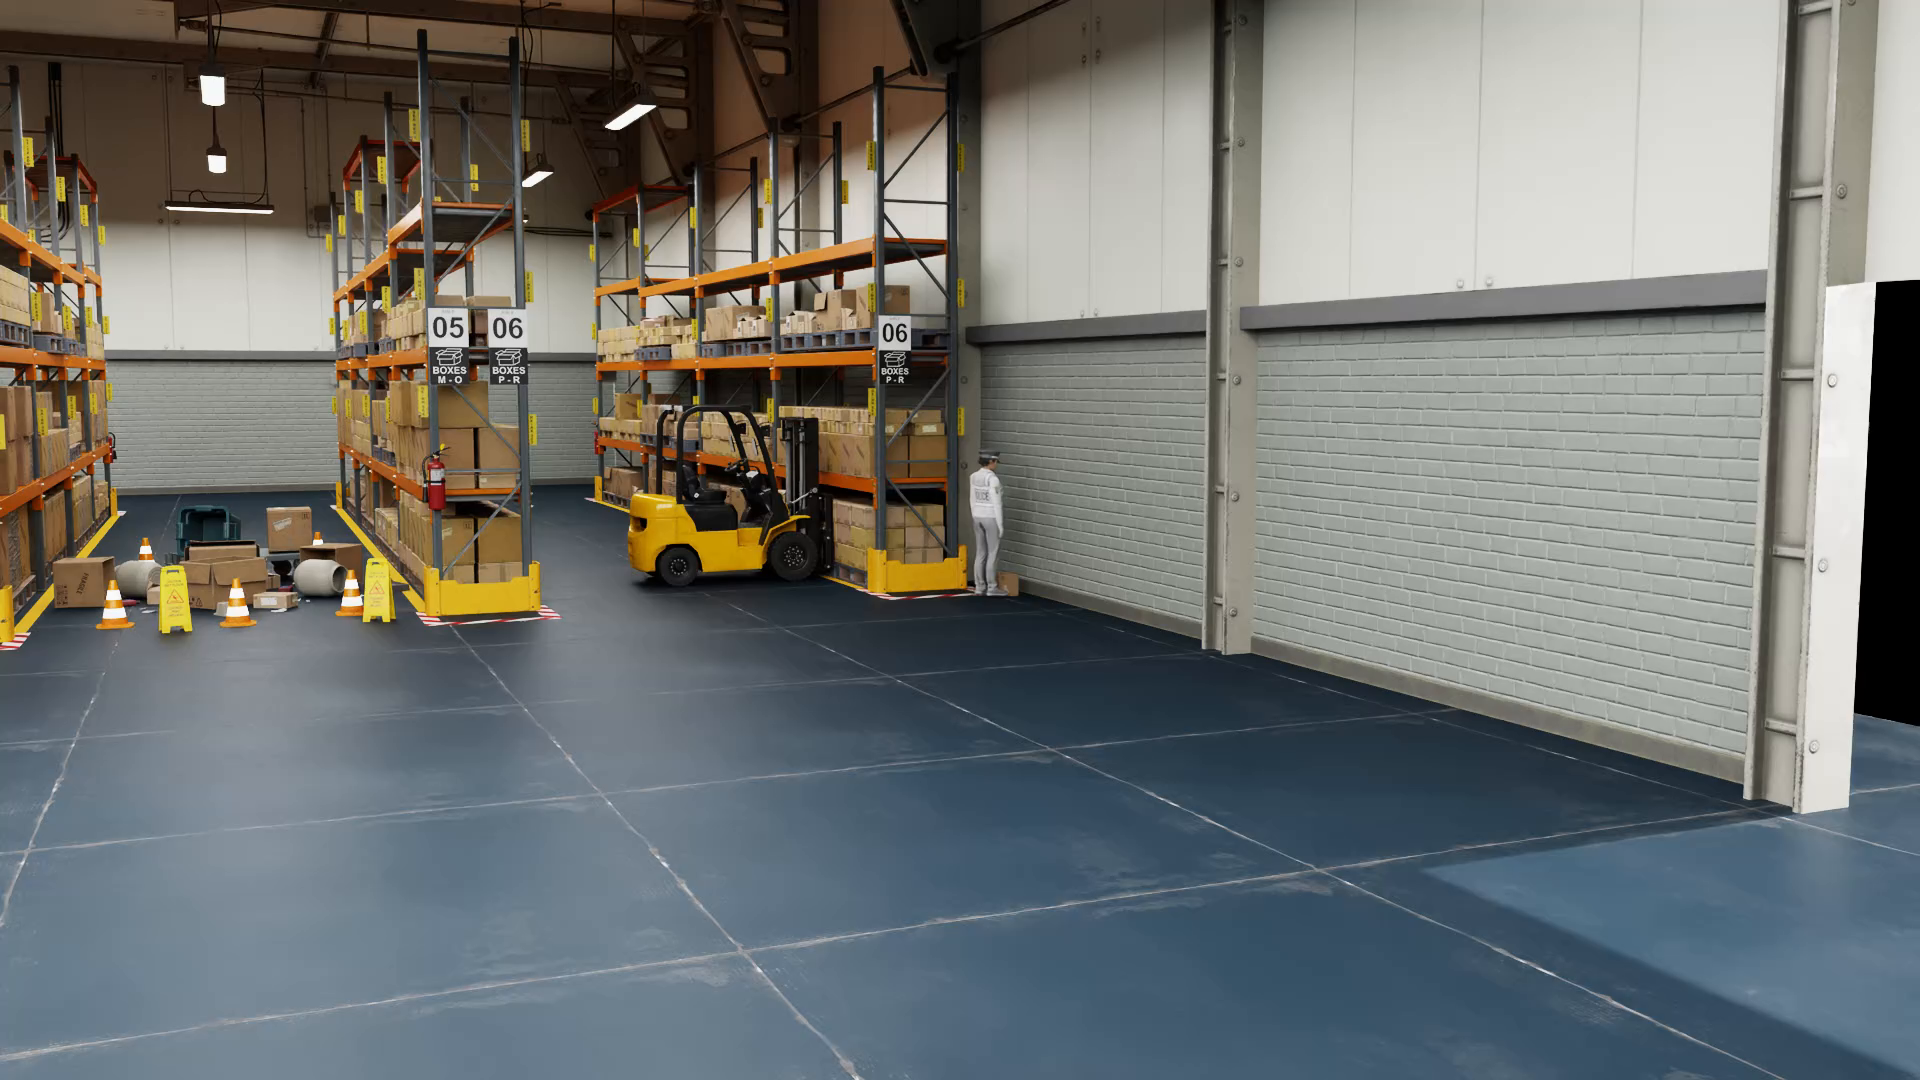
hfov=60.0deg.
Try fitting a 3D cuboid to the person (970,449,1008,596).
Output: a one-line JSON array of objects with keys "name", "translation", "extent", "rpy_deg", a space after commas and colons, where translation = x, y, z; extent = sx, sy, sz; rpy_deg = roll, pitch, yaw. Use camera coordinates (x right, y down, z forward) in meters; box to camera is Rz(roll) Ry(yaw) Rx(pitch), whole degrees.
[{"name": "person", "translation": [0.342, -0.186, 18.803], "extent": [0.372, 1.671, 0.501], "rpy_deg": [-5, 7, -40]}]
